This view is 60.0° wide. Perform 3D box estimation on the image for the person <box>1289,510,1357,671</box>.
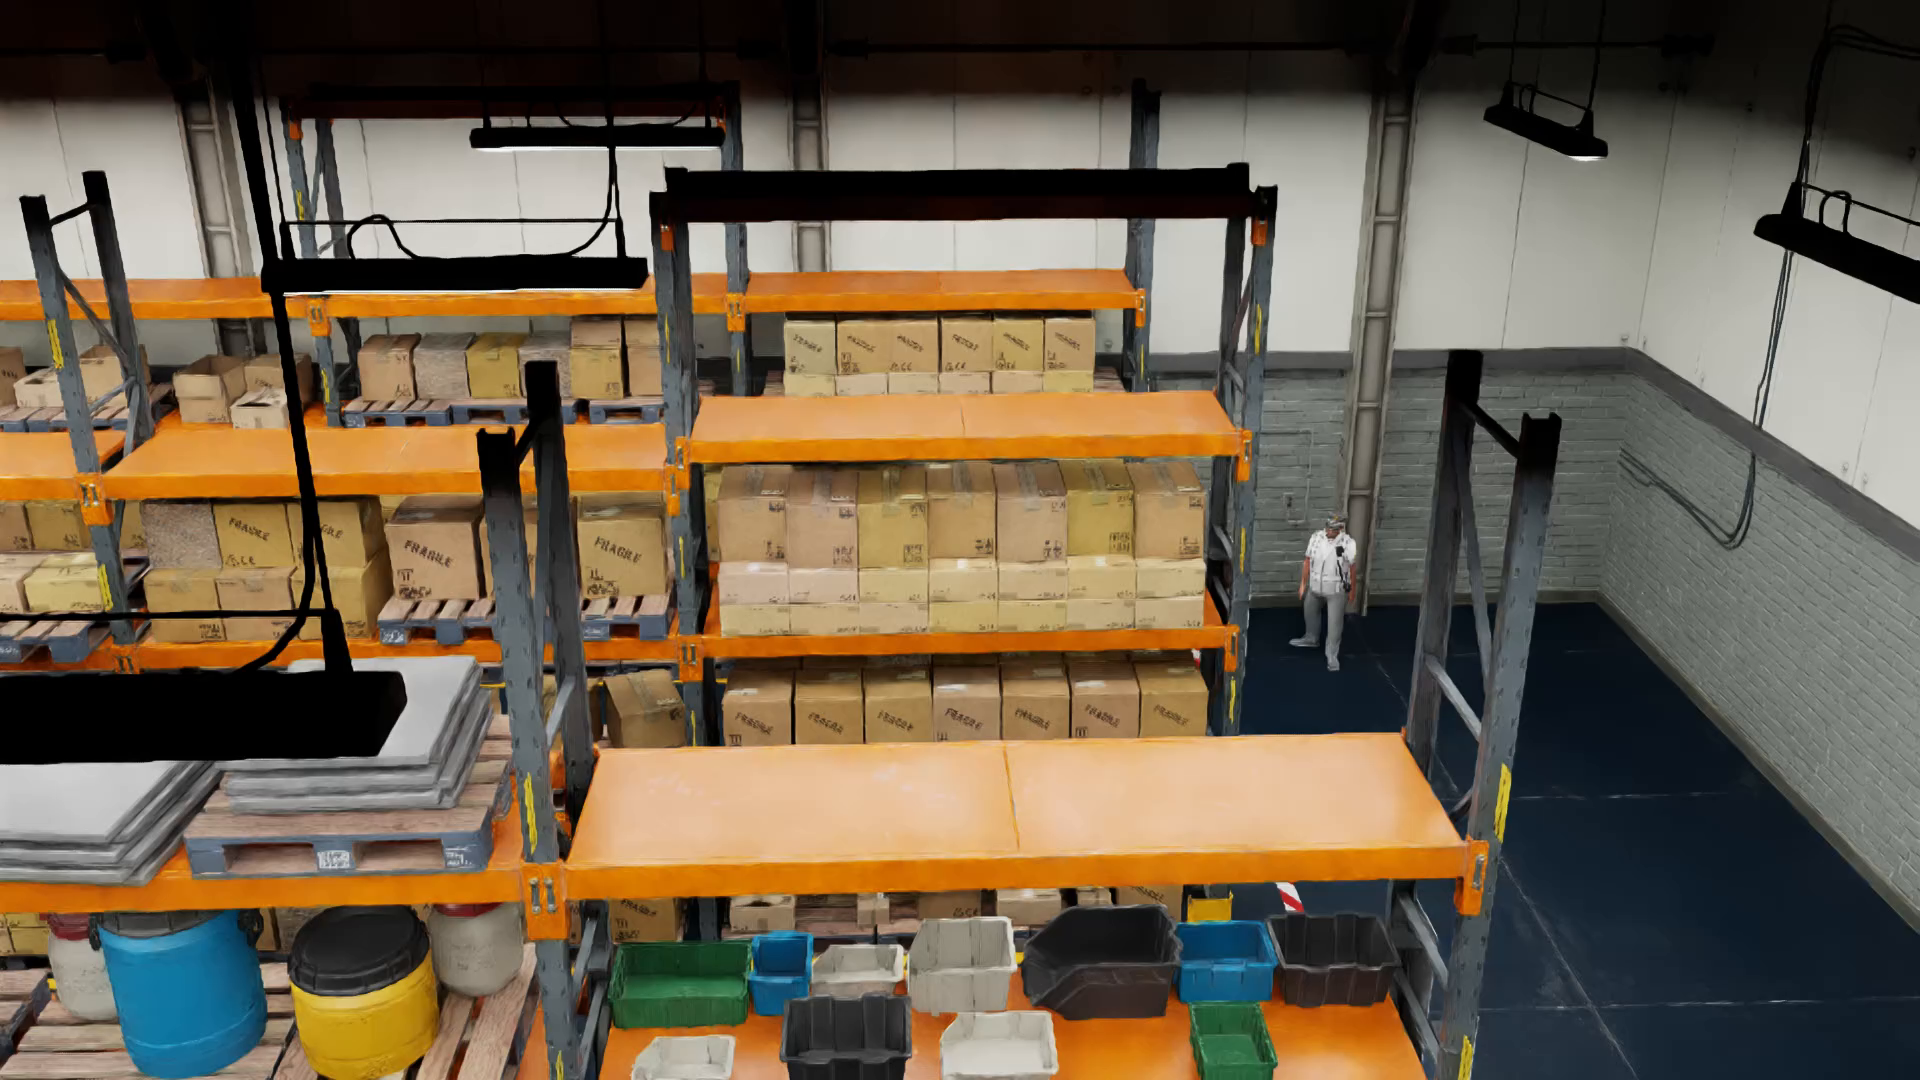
[{"bbox_3d":[3.843,0.462,17.698,0.719,1.750,0.515,17,27,35],"label":"person"}]
